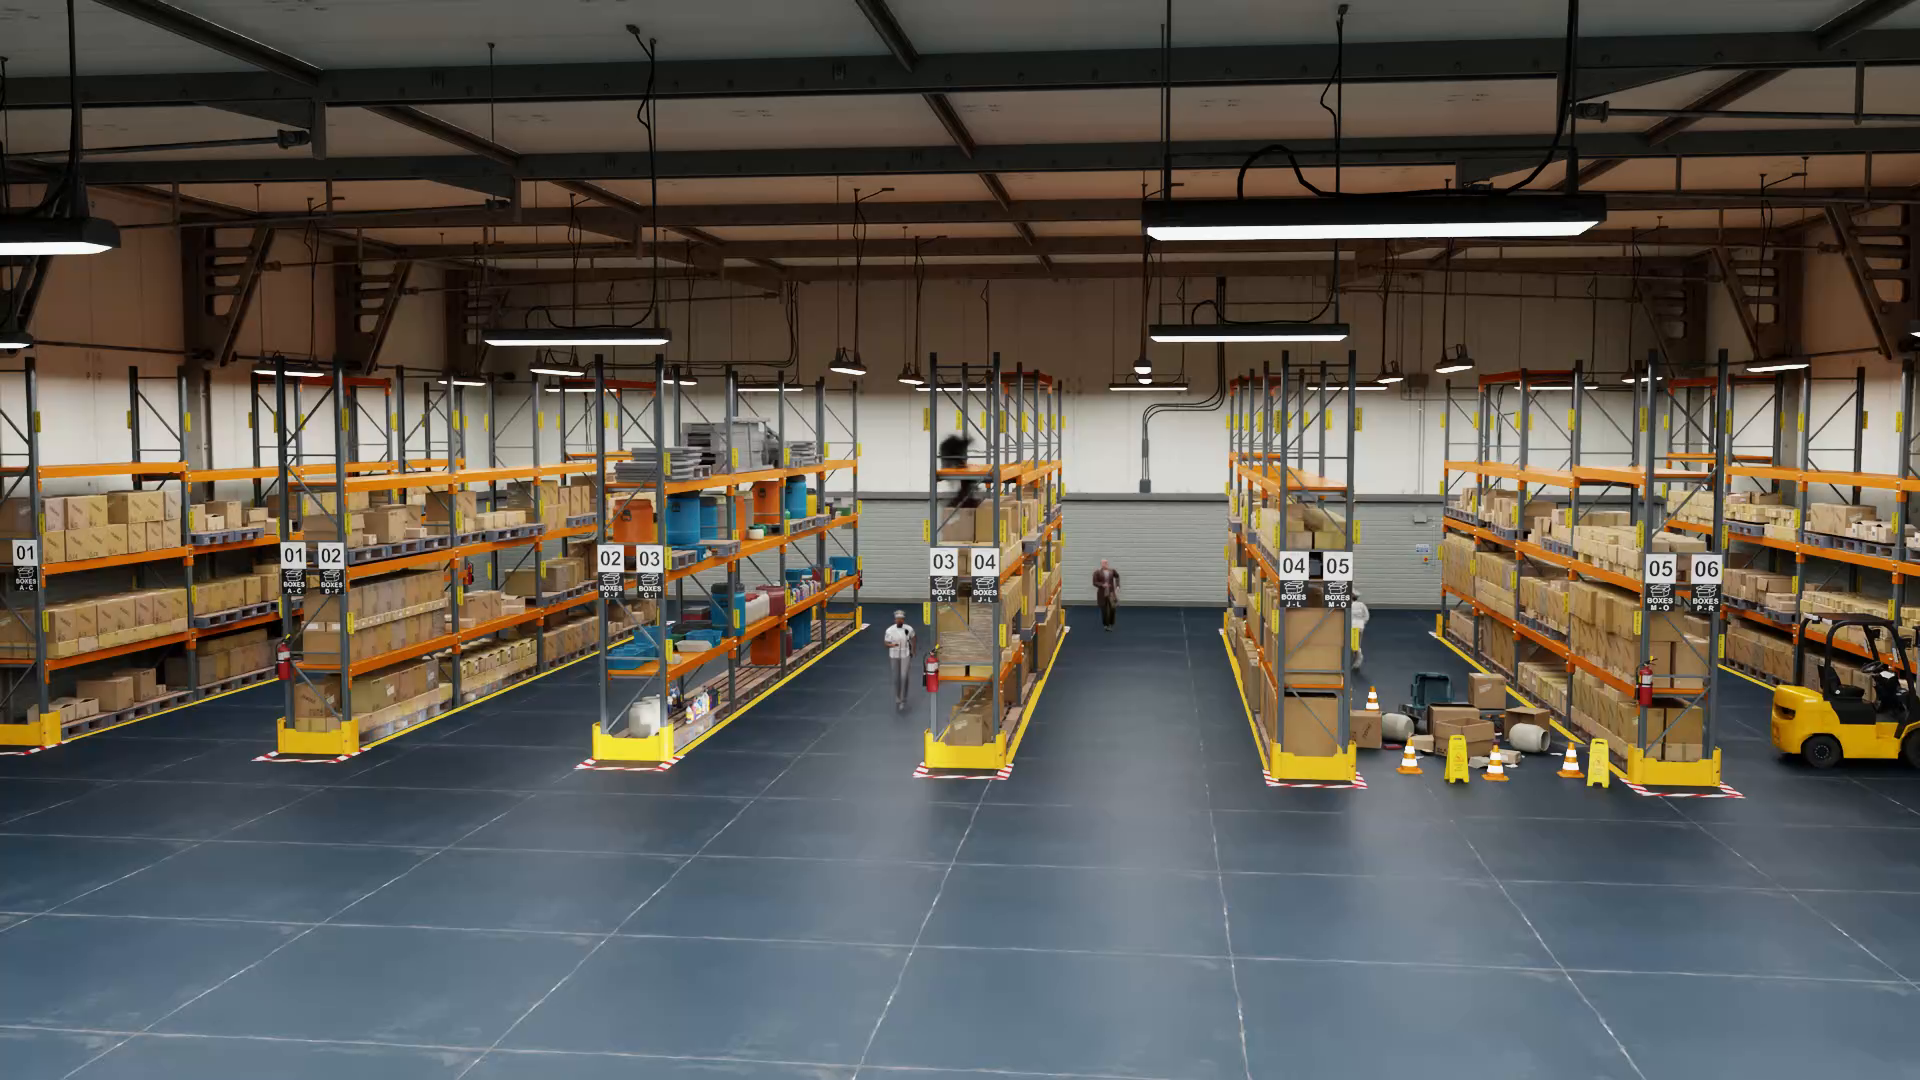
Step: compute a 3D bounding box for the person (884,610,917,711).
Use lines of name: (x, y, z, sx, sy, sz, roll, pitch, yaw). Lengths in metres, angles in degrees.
person: (-1.049, 2.095, 29.175, 0.537, 1.750, 0.821, 0, 4, 4)

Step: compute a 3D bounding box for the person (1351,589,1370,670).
person: (8.008, 1.825, 33.553, 0.607, 1.641, 0.555, -1, 4, -7)

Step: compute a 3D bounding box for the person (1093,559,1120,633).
person: (3.497, 1.326, 39.671, 0.684, 1.772, 0.726, 0, 4, 0)

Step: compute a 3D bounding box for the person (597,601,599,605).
person: (-9.065, 1.206, 42.250, 0.554, 1.604, 0.834, 2, 4, 24)
